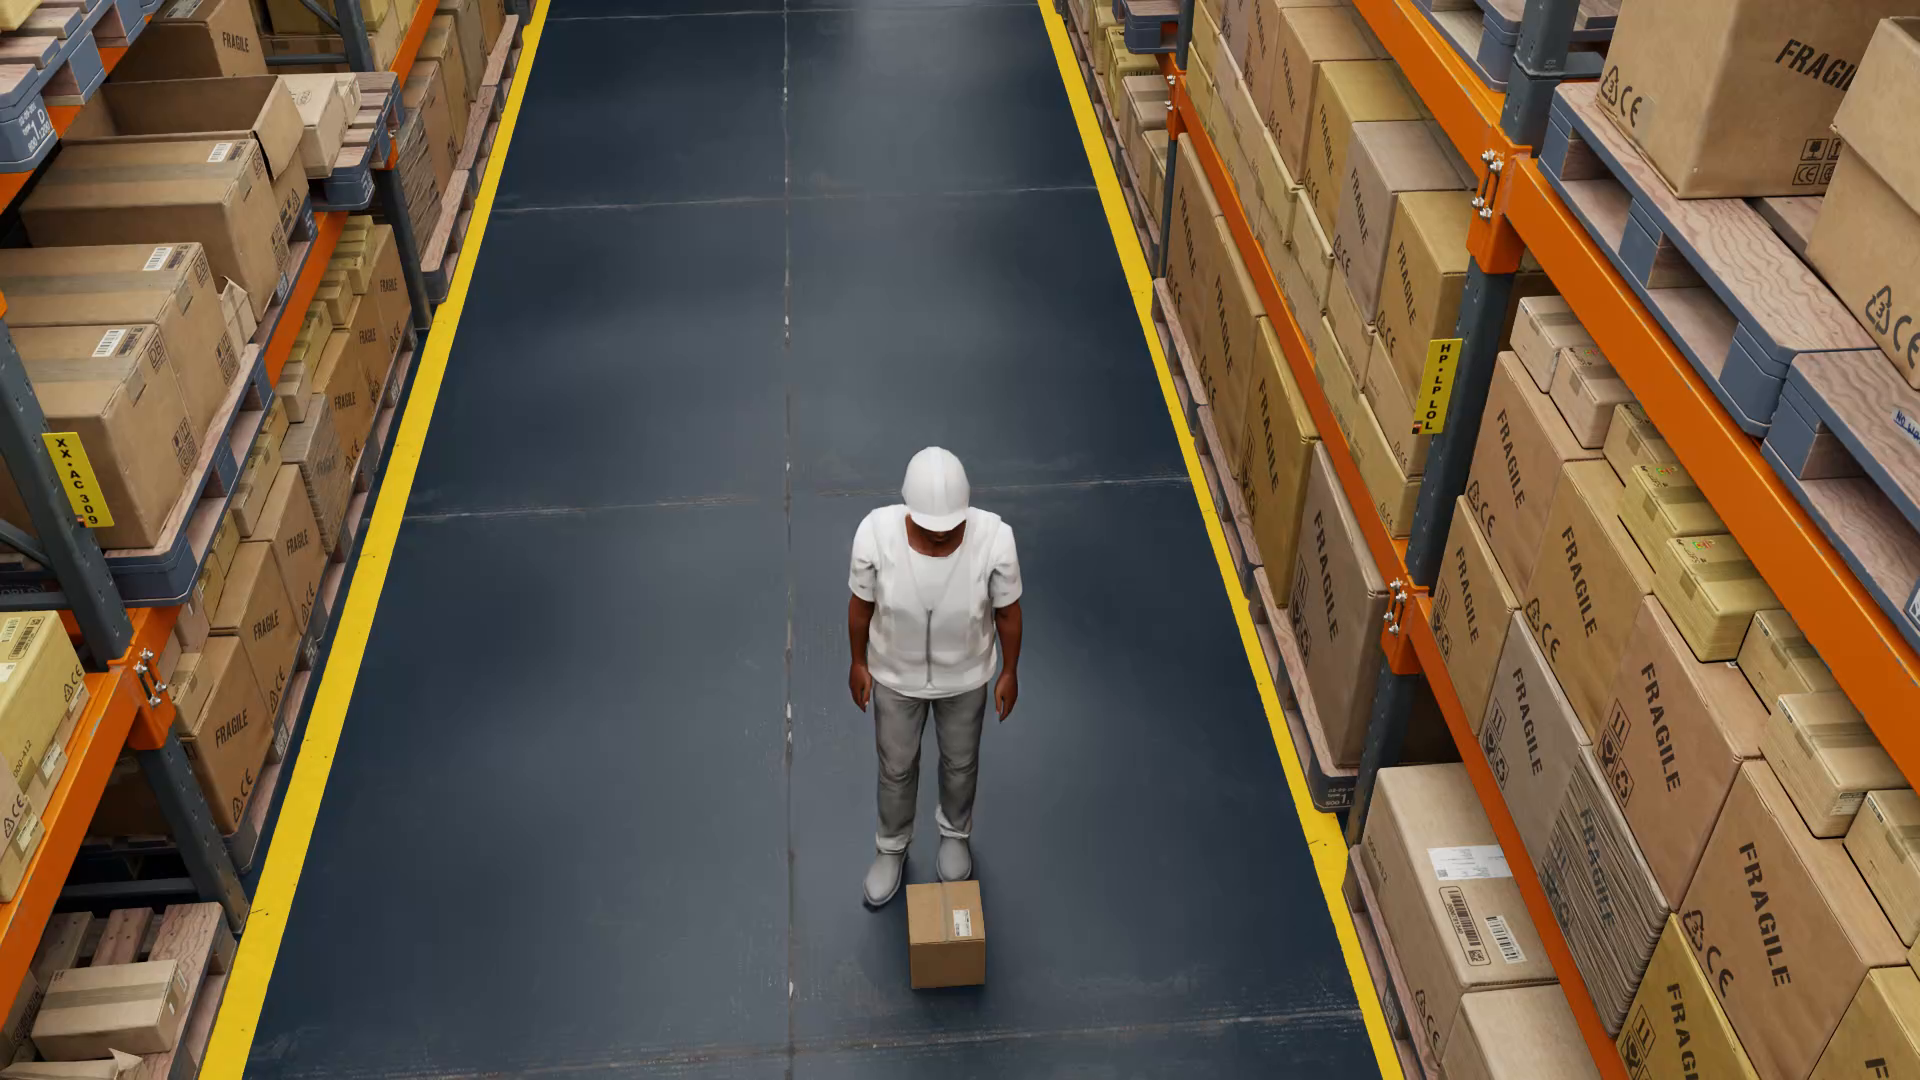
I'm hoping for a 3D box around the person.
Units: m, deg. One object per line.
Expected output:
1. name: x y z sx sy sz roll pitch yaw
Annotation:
1. person: -0.087 0.470 5.531 0.582 1.785 0.469 1 39 1
